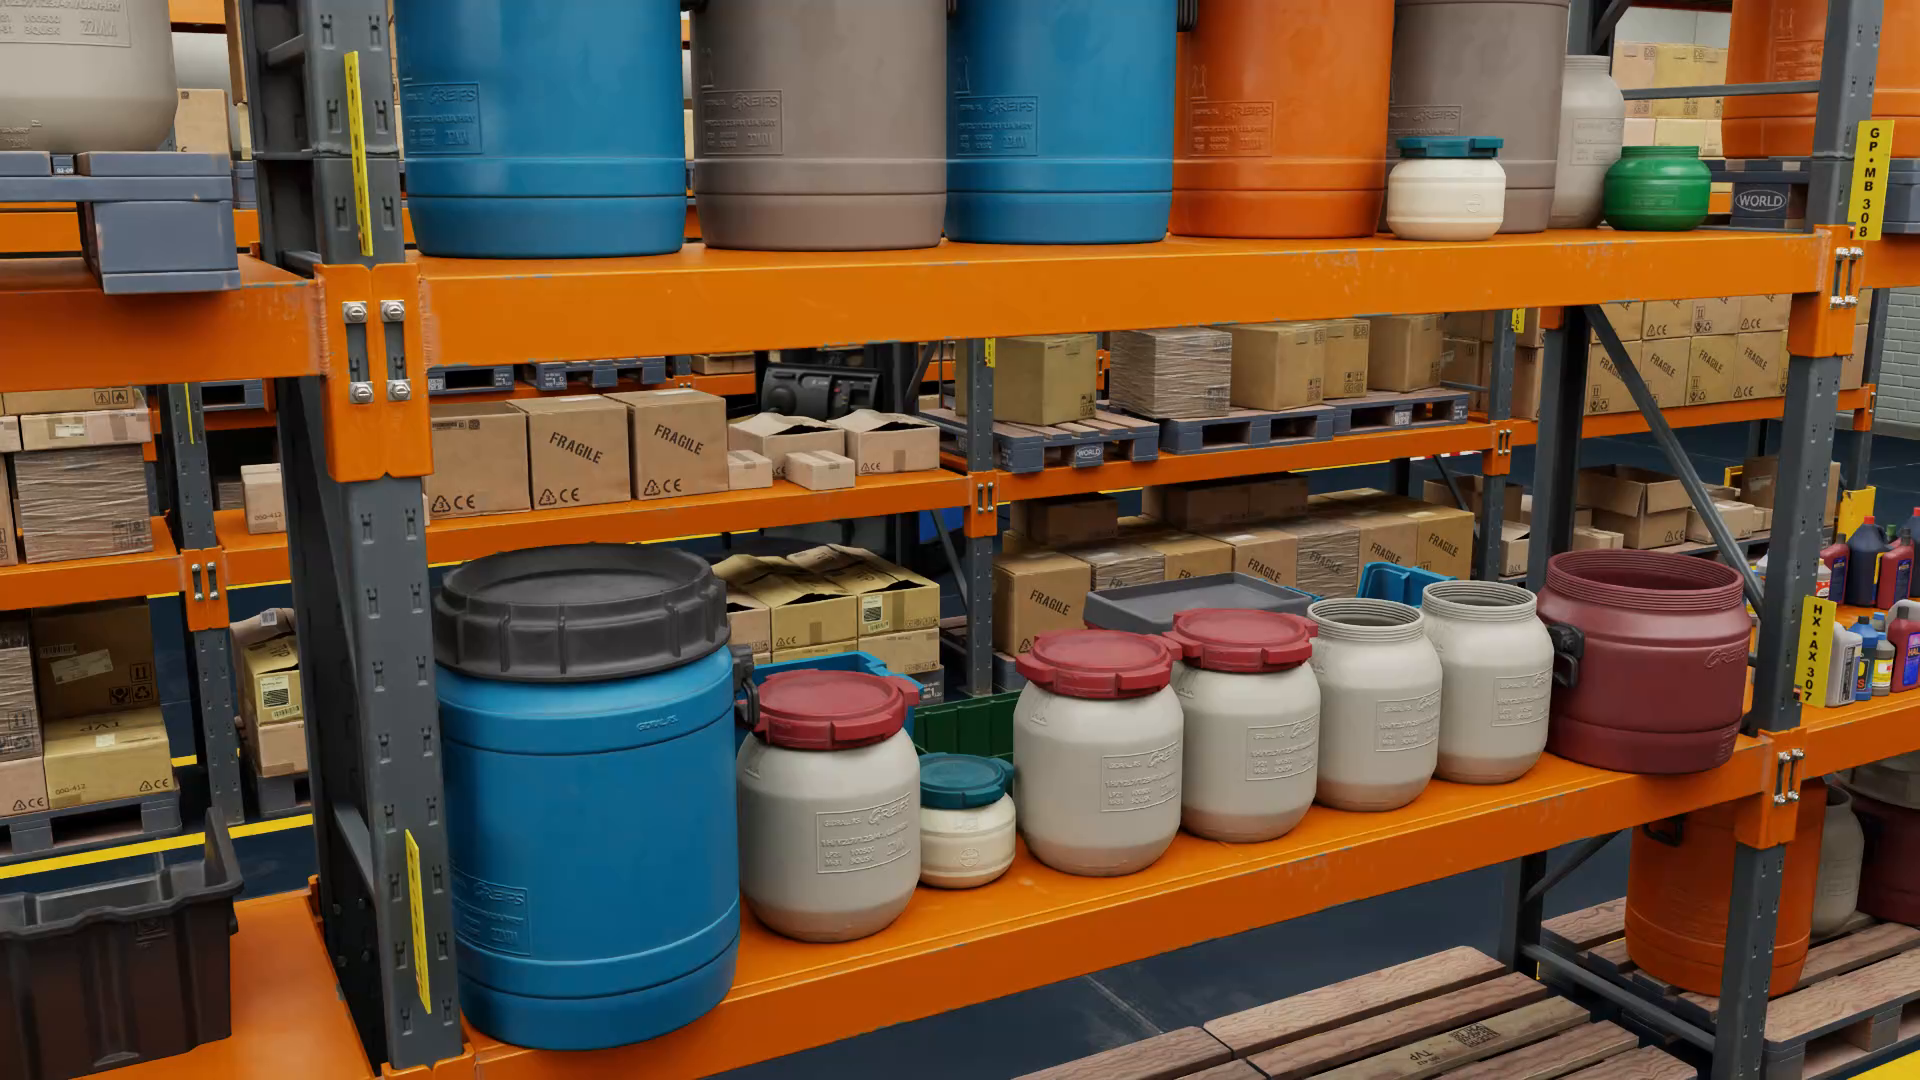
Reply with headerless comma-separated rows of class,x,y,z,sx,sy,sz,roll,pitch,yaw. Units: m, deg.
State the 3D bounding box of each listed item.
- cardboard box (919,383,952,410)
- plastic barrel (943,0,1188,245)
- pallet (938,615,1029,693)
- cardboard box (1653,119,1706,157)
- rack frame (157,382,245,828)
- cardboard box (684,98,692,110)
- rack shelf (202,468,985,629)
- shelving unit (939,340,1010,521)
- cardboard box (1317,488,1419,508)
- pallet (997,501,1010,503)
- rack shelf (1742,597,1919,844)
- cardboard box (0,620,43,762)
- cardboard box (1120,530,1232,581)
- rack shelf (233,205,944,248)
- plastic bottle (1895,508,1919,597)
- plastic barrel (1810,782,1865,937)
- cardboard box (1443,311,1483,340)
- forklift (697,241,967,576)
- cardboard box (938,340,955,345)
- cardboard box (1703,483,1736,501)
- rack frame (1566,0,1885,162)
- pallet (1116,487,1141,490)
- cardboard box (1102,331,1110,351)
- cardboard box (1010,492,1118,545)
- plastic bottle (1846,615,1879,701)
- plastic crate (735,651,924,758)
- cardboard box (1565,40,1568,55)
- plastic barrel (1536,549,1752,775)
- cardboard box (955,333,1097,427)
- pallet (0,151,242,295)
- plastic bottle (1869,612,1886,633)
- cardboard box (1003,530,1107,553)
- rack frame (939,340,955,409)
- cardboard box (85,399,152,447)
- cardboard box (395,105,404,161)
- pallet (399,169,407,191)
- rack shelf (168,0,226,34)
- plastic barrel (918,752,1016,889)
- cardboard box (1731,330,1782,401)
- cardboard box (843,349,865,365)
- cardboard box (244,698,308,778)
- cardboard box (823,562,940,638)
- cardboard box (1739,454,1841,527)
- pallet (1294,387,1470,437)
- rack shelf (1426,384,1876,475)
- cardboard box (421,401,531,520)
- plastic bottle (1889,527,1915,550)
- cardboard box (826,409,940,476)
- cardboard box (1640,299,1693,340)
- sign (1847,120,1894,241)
cardboard box,-0.258,-0.993,15.130,0.750,0.750,0.750,-6,14,-26
plastic barrel,0.245,-1.215,4.200,0.708,0.901,0.600,-7,14,-28
pallet,0.568,0.640,10.286,1.213,0.211,1.003,-7,14,-28
cardboard box,4.834,-2.811,11.639,0.500,0.250,0.500,-7,14,-28
rack frame,-3.616,-0.229,7.793,0.127,3.000,1.000,-7,14,-28
cardboard box,-2.092,-3.392,13.786,0.500,0.500,0.700,-8,15,-32
rack shelf,-1.861,-0.088,8.807,4.000,0.370,1.077,-7,14,-28
shelving unit,0.145,-1.042,13.456,0.503,2.100,0.431,-7,14,-28
cardboard box,2.865,-0.061,11.742,0.500,0.500,0.500,-8,15,-30
pallet,0.388,-0.568,15.654,1.213,0.211,1.003,-7,14,-28
rack shelf,4.020,0.446,6.434,4.000,0.370,1.077,-7,14,-28
cardboard box,-4.363,0.683,7.339,0.500,0.500,0.500,-7,14,-28
cardboard box,1.331,0.255,10.337,0.500,0.500,0.500,-7,14,-29
rack shelf,-1.861,-1.551,8.478,4.000,0.370,1.077,-7,14,-28
plastic bottle,3.858,0.042,6.701,0.185,0.351,0.144,-7,14,-28
plastic barrel,3.139,1.183,6.230,0.421,0.512,0.421,0,13,0
cardboard box,3.726,-1.710,11.870,0.500,0.500,0.500,-7,14,-28
forklift,-1.080,-1.018,11.458,1.130,2.935,3.031,7,14,27
cardboard box,-0.143,-2.024,14.821,0.500,0.500,0.500,-7,14,-28
cardboard box,5.865,-0.309,13.411,0.500,0.250,0.500,-7,14,-28
rack frame,2.265,-2.621,4.761,0.127,3.000,1.000,-7,14,-28
pallet,1.734,-0.729,16.368,1.213,0.211,1.003,-7,14,-28
cardboard box,1.513,-2.225,15.980,0.700,0.700,0.980,-7,14,-27
cardboard box,0.651,-0.161,10.475,0.500,0.250,0.500,-6,14,-26
plastic bottle,2.915,0.378,5.390,0.097,0.271,0.097,0,13,0
plastic crate,-0.427,0.558,4.334,0.575,0.384,0.392,-7,14,-28
cardboard box,3.814,-3.129,11.343,0.500,0.500,0.700,-7,14,-28
plastic barrel,2.003,0.346,4.928,0.708,0.536,0.600,-7,14,-28
cardboard box,0.394,-0.991,9.997,0.700,0.500,0.500,11,17,41
pallet,-1.832,-0.550,2.820,1.003,0.211,1.213,-7,14,-28
plastic bottle,3.130,0.348,5.681,0.097,0.201,0.097,0,13,0
cardboard box,0.603,0.212,10.527,0.500,0.500,0.500,-6,14,-26
rack frame,-0.069,-1.016,13.342,0.015,2.100,0.400,-7,14,-28
cardboard box,-3.752,-0.524,7.400,0.250,0.149,0.380,-7,14,-28
cardboard box,-2.590,-1.945,7.973,0.500,0.250,0.500,-8,15,-33
pallet,-4.491,-2.709,12.409,1.003,0.211,1.213,-7,14,-28
rack shelf,-4.237,-3.774,12.433,4.000,0.370,1.077,-7,14,-28
plastic barrel,-0.011,0.684,4.052,0.301,0.262,0.301,0,13,0
cardboard box,5.760,-1.334,12.475,0.500,0.500,0.500,-7,14,-27
cardboard box,-0.966,-1.622,14.509,0.250,0.149,0.380,-7,14,-27
cardboard box,-3.143,0.913,8.025,0.500,0.250,0.500,-7,15,-29
cardboard box,-0.447,0.316,9.402,0.500,0.311,0.500,-6,14,-26
cardboard box,6.558,-0.382,13.164,0.500,0.500,0.500,-7,14,-28
pallet,2.652,-0.914,11.274,1.213,0.211,1.003,-7,14,-28
rack shelf,5.161,-0.930,12.547,4.000,0.370,1.077,-7,14,-28
cardboard box,-2.472,-0.410,8.374,0.500,0.500,0.500,-6,14,-24
plastic bottle,3.727,0.096,6.618,0.133,0.283,0.061,-7,14,-28
cardboard box,-0.445,-0.576,9.540,0.500,0.311,0.500,-6,14,-24
cardboard box,4.858,-1.711,11.873,0.500,0.500,0.500,-7,15,-30
sign,2.535,-1.002,4.634,0.005,0.325,0.100,-7,14,-28
